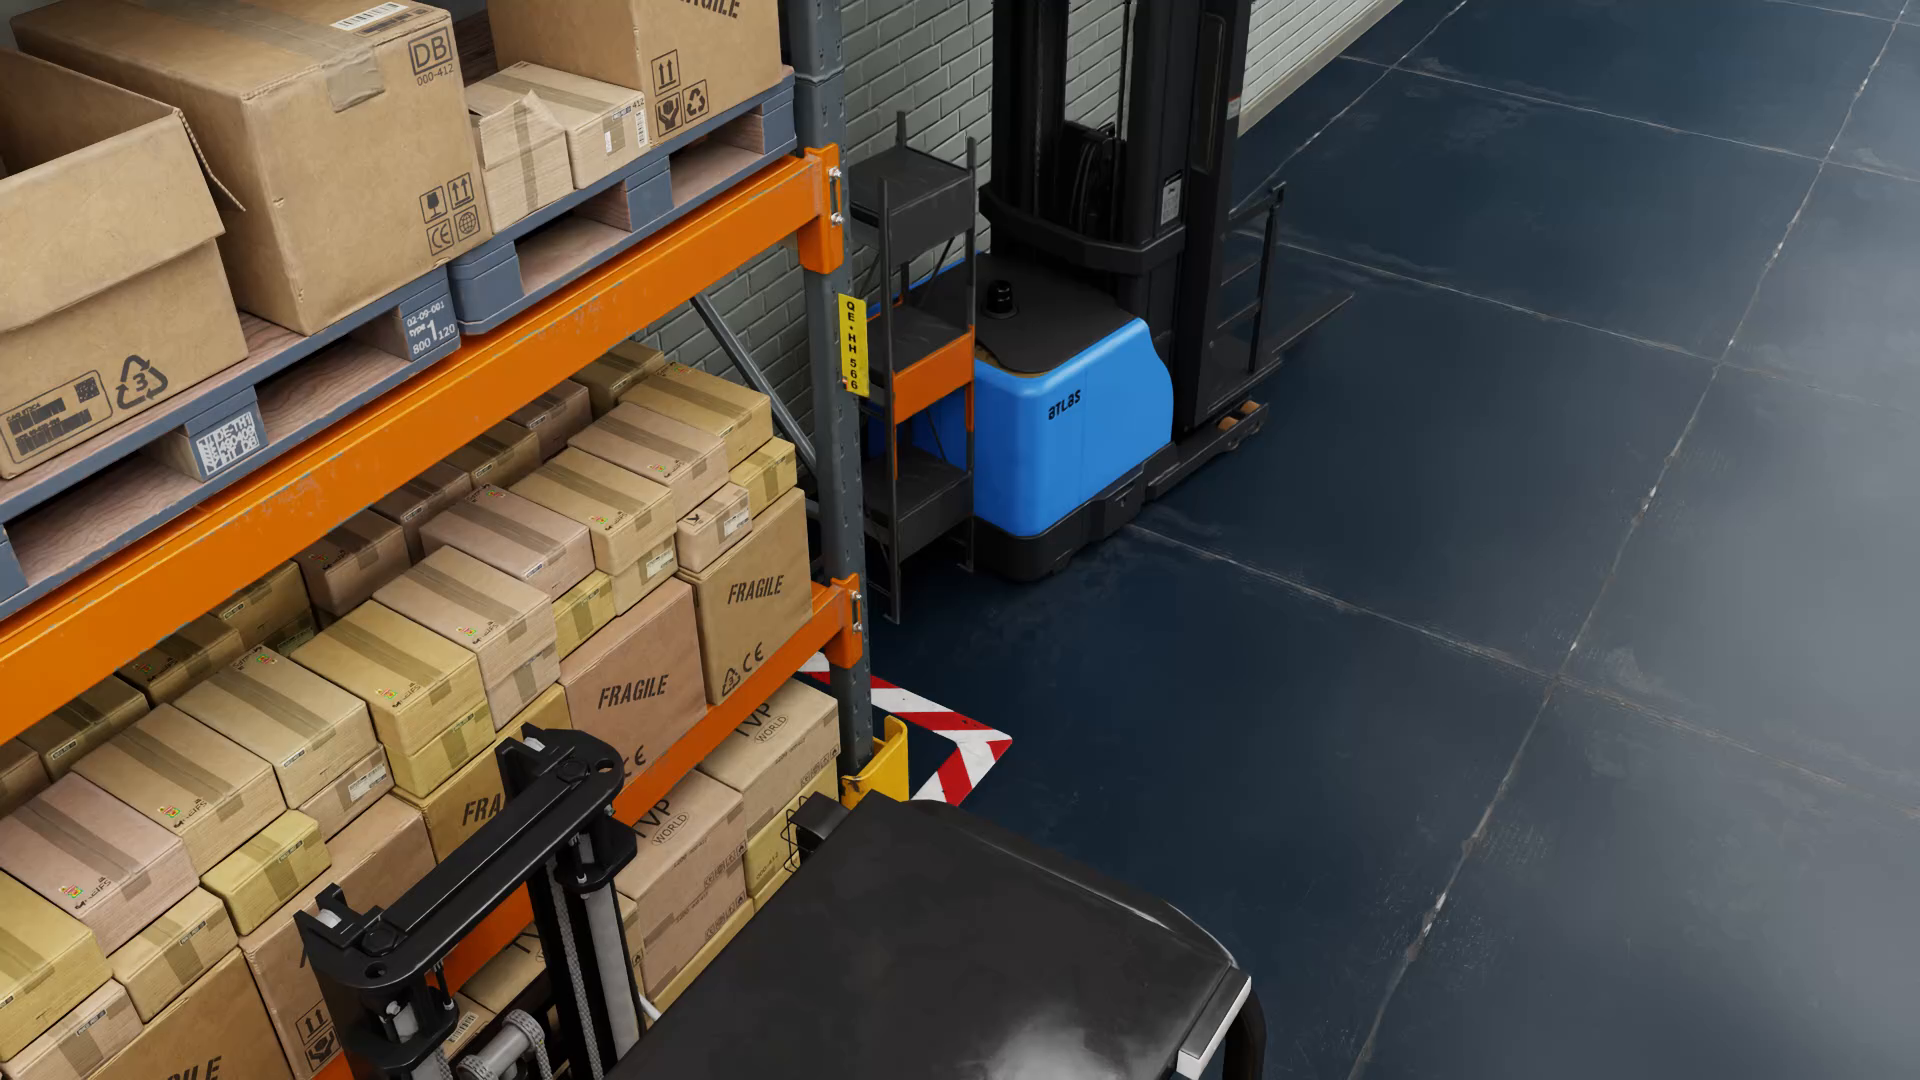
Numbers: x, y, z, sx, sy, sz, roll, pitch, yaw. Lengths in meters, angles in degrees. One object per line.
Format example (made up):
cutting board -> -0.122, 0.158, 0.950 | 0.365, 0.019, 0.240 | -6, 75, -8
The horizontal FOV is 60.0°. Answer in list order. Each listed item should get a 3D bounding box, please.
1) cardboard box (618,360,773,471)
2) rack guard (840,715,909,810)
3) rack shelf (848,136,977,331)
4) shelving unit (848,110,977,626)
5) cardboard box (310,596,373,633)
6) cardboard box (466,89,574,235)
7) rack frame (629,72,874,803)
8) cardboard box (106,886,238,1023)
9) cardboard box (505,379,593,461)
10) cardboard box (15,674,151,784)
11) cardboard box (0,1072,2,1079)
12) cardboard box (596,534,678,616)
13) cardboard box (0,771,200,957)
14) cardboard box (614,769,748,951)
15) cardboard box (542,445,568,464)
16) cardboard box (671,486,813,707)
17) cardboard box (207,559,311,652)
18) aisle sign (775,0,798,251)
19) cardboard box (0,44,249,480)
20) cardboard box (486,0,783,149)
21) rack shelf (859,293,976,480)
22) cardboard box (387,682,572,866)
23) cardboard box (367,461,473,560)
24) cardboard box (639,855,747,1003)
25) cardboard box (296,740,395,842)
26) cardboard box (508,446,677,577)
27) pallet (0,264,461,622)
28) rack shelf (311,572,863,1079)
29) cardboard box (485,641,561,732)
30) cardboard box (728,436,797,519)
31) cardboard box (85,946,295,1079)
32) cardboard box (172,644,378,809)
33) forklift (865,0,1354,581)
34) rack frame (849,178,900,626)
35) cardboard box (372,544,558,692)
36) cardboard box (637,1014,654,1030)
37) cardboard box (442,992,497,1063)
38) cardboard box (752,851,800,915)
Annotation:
cardboard box -> -0.779, -0.363, 4.907 | 0.380, 0.149, 0.250 | 21, 42, 25
rack guard -> -0.752, 0.775, 6.335 | 1.175, 0.500, 0.348 | 21, 42, 25
rack shelf -> -0.255, -1.195, 6.456 | 0.431, 0.518, 0.480 | 29, 46, 32
shelving unit -> -0.255, -0.651, 6.875 | 0.431, 2.100, 0.503 | 29, 46, 32
cardboard box -> -1.774, 0.091, 4.562 | 0.380, 0.149, 0.250 | 22, 43, 26
cardboard box -> -1.088, -0.886, 3.670 | 0.396, 0.266, 0.258 | 21, 42, 25
rack frame -> -0.765, -0.202, 5.556 | 1.000, 3.000, 0.127 | 21, 42, 25
cardboard box -> -1.805, 0.834, 3.598 | 0.380, 0.149, 0.250 | 20, 42, 24
cardboard box -> -1.321, -0.397, 4.951 | 0.380, 0.149, 0.250 | 23, 43, 27
cardboard box -> -2.117, 0.412, 3.902 | 0.380, 0.149, 0.250 | 22, 43, 26
cardboard box -> -2.069, 0.980, 3.165 | 0.380, 0.149, 0.250 | 22, 43, 26
cardboard box -> -1.017, 0.027, 4.645 | 0.380, 0.149, 0.250 | 22, 43, 26
cardboard box -> -1.864, 0.688, 3.544 | 0.380, 0.149, 0.250 | 21, 42, 25
cardboard box -> -1.017, 0.929, 5.177 | 0.500, 0.250, 0.500 | 22, 43, 26
cardboard box -> -1.244, -0.261, 5.018 | 0.380, 0.149, 0.250 | 21, 42, 25
cardboard box -> -0.807, 0.098, 5.085 | 0.500, 0.500, 0.500 | 20, 42, 24
cardboard box -> -1.913, 0.121, 4.279 | 0.380, 0.149, 0.250 | 20, 42, 24
aisle sign -> -0.482, -1.170, 4.681 | 0.394, 0.787, 0.004 | 21, 42, 25
cardboard box -> -1.775, -0.545, 3.033 | 0.797, 0.503, 0.637 | 23, 43, 26
cardboard box -> -0.796, -1.328, 4.051 | 0.500, 0.500, 0.500 | 23, 43, 27
rack shelf -> -0.255, -0.641, 6.884 | 0.431, 0.518, 0.480 | 29, 46, 32
cardboard box -> -1.367, 0.626, 4.399 | 0.500, 0.500, 0.500 | 20, 42, 24
cardboard box -> -1.569, -0.126, 4.600 | 0.380, 0.149, 0.250 | 21, 43, 25
cardboard box -> -1.040, 1.130, 5.325 | 0.500, 0.250, 0.500 | 21, 42, 25
cardboard box -> -1.591, 0.540, 3.979 | 0.380, 0.149, 0.250 | 21, 42, 25
cardboard box -> -1.002, -0.082, 4.543 | 0.380, 0.149, 0.250 | 22, 43, 26
pallet -> -1.819, -0.368, 3.386 | 1.003, 0.211, 1.213 | 21, 42, 25
rack shelf -> -1.837, 1.114, 4.438 | 1.077, 0.370, 4.000 | 21, 42, 25
cardboard box -> -1.262, 0.304, 4.286 | 0.380, 0.149, 0.250 | 20, 42, 24
cardboard box -> -0.714, -0.229, 4.976 | 0.380, 0.149, 0.250 | 22, 43, 26
cardboard box -> -1.914, 1.141, 3.731 | 0.500, 0.500, 0.500 | 21, 42, 25
cardboard box -> -1.596, 0.430, 3.879 | 0.380, 0.149, 0.250 | 22, 43, 26
forklift -> 0.914, -1.795, 7.678 | 1.130, 2.935, 3.031 | 29, 46, 32
rack frame -> -0.418, -0.540, 6.731 | 0.400, 2.100, 0.015 | 29, 46, 32
cardboard box -> -1.244, 0.193, 4.187 | 0.380, 0.149, 0.250 | 22, 43, 26
cardboard box -> -1.300, 1.574, 5.159 | 0.500, 0.250, 0.500 | 22, 43, 26
cardboard box -> -1.557, 1.451, 4.500 | 0.500, 0.250, 0.500 | 20, 42, 24
cardboard box -> -0.750, 1.066, 5.819 | 0.500, 0.250, 0.500 | 21, 43, 25
